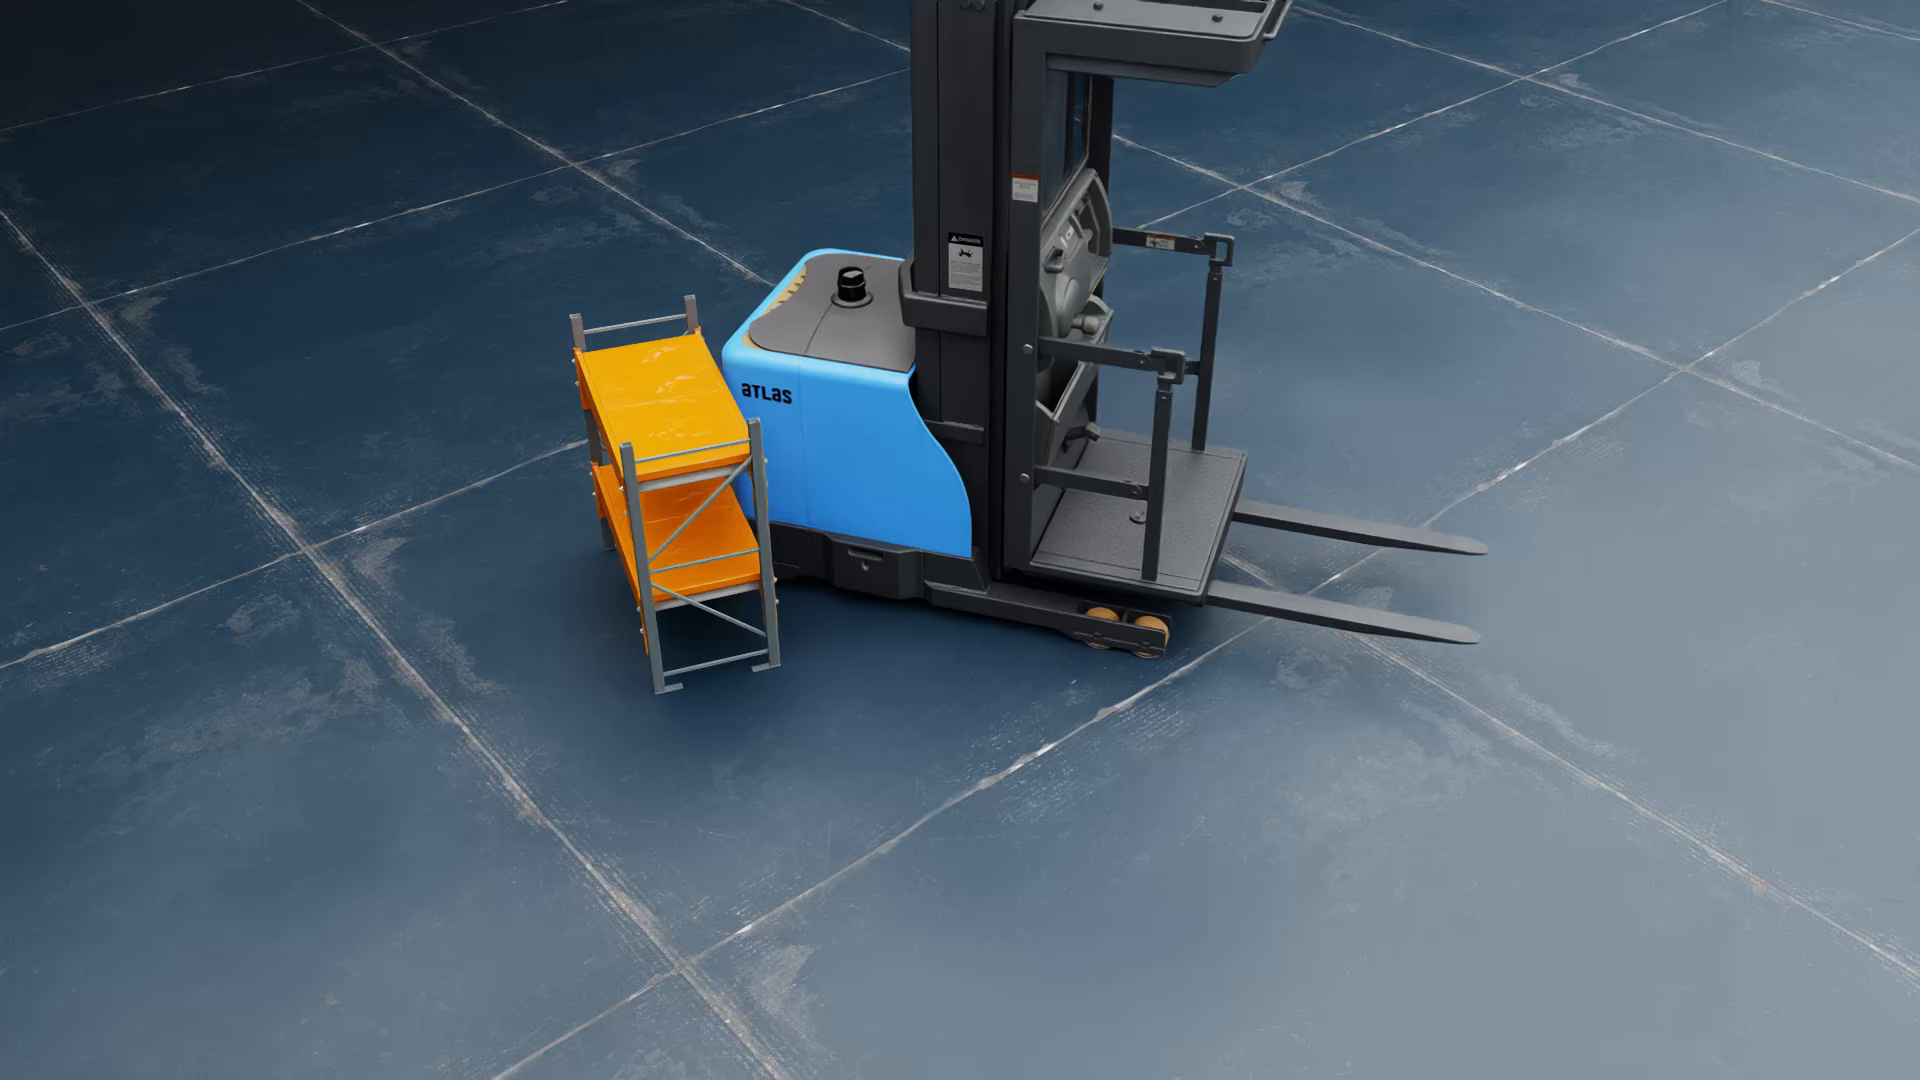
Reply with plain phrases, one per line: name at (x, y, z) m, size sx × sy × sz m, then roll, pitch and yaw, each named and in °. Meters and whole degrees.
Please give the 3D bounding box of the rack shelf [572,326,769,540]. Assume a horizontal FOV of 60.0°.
rack shelf at (-1.124, -0.434, 6.383) m, size 0.538 × 0.278 × 1.000 m, roll -12°, pitch 37°, yaw -17°

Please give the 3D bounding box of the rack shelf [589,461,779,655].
rack shelf at (-1.124, 0.004, 6.694) m, size 0.538 × 0.278 × 1.000 m, roll -12°, pitch 37°, yaw -17°

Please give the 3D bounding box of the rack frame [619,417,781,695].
rack frame at (-0.946, 0.080, 6.164) m, size 0.500 × 1.125 × 0.032 m, roll -12°, pitch 37°, yaw -17°

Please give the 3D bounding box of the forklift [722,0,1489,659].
forklift at (0.628, -1.072, 6.228) m, size 3.031 × 2.935 × 1.130 m, roll 10°, pitch 37°, yaw 14°

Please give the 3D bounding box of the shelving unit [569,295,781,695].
shelving unit at (-1.124, -0.195, 6.552) m, size 0.538 × 1.125 × 1.048 m, roll -12°, pitch 37°, yaw -17°

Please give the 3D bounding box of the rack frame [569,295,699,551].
rack frame at (-1.301, -0.471, 6.941) m, size 0.500 × 1.125 × 0.032 m, roll -12°, pitch 37°, yaw -17°
